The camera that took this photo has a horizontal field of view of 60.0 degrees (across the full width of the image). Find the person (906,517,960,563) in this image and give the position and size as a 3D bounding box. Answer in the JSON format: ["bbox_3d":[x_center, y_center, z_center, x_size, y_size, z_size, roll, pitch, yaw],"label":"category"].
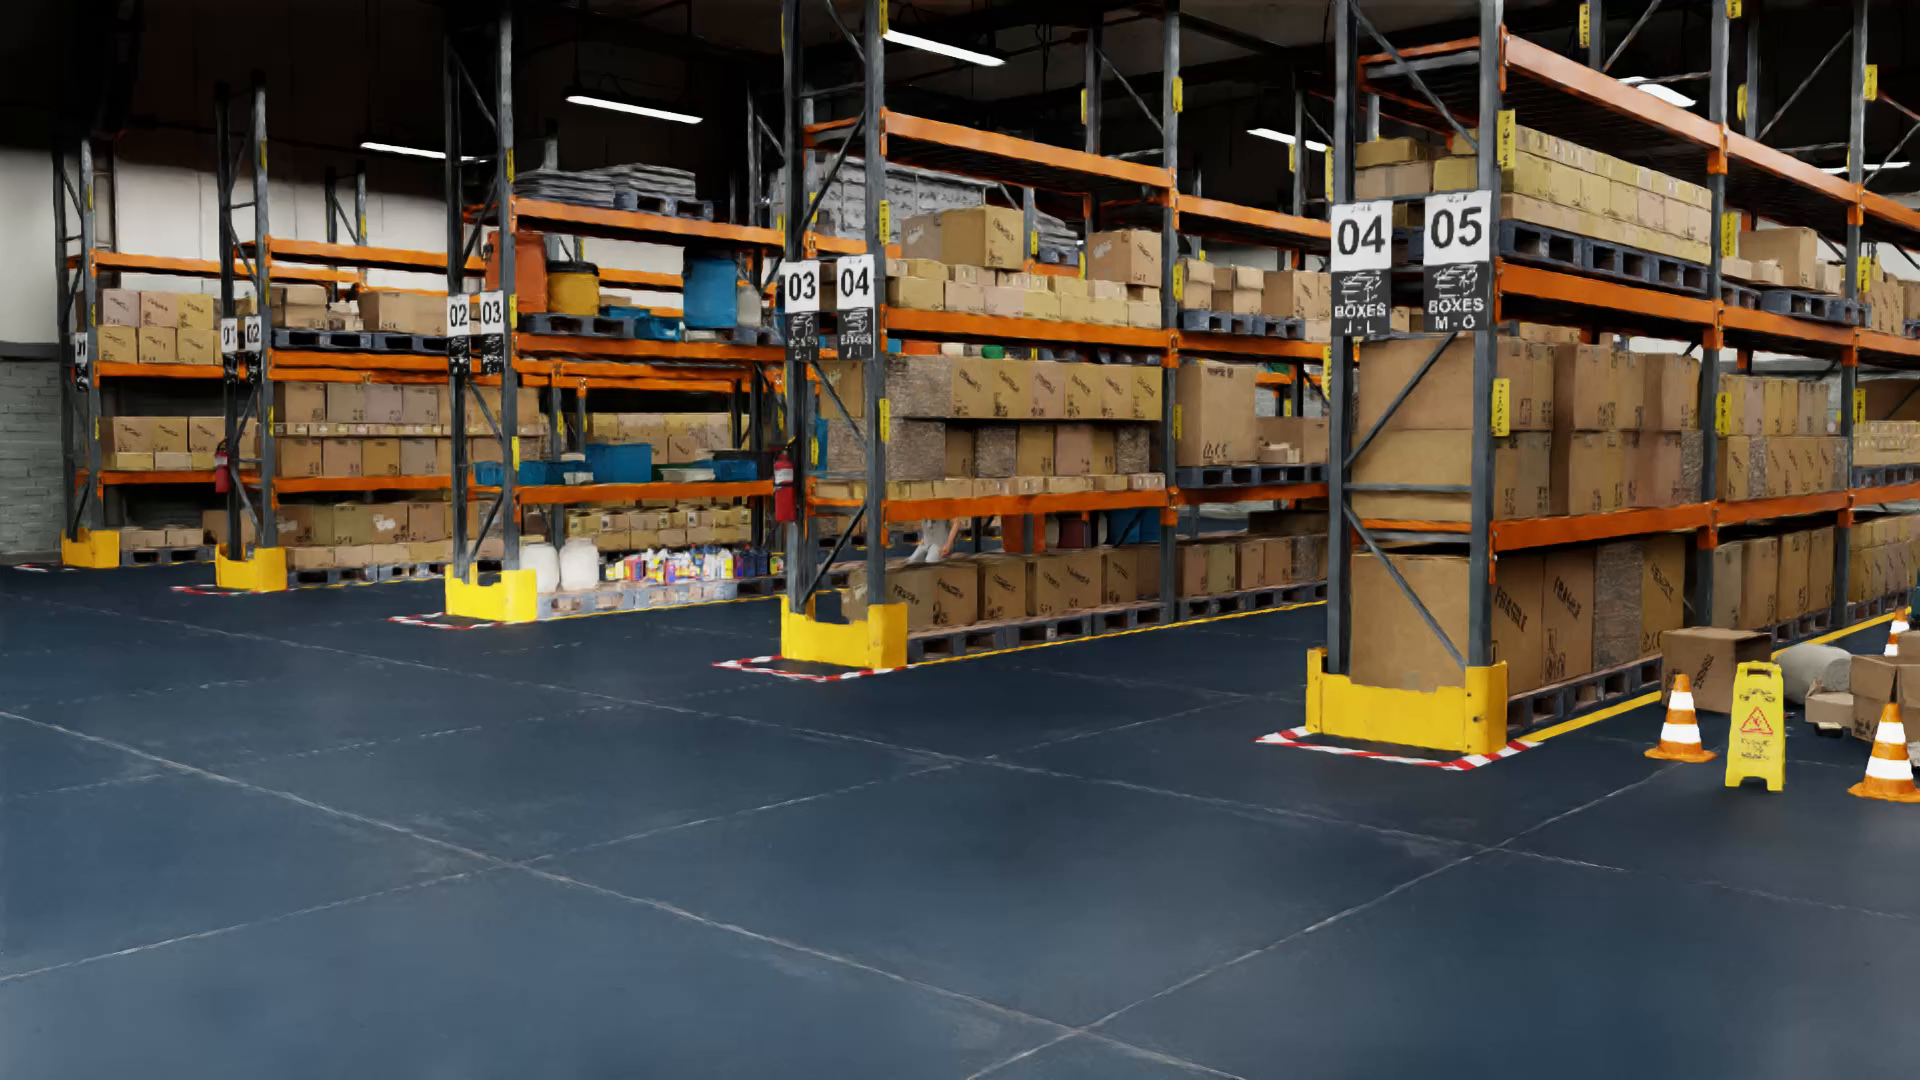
[{"bbox_3d":[-0.281,0.041,16.066,0.493,1.522,0.795,-2,4,-30],"label":"person"}]
